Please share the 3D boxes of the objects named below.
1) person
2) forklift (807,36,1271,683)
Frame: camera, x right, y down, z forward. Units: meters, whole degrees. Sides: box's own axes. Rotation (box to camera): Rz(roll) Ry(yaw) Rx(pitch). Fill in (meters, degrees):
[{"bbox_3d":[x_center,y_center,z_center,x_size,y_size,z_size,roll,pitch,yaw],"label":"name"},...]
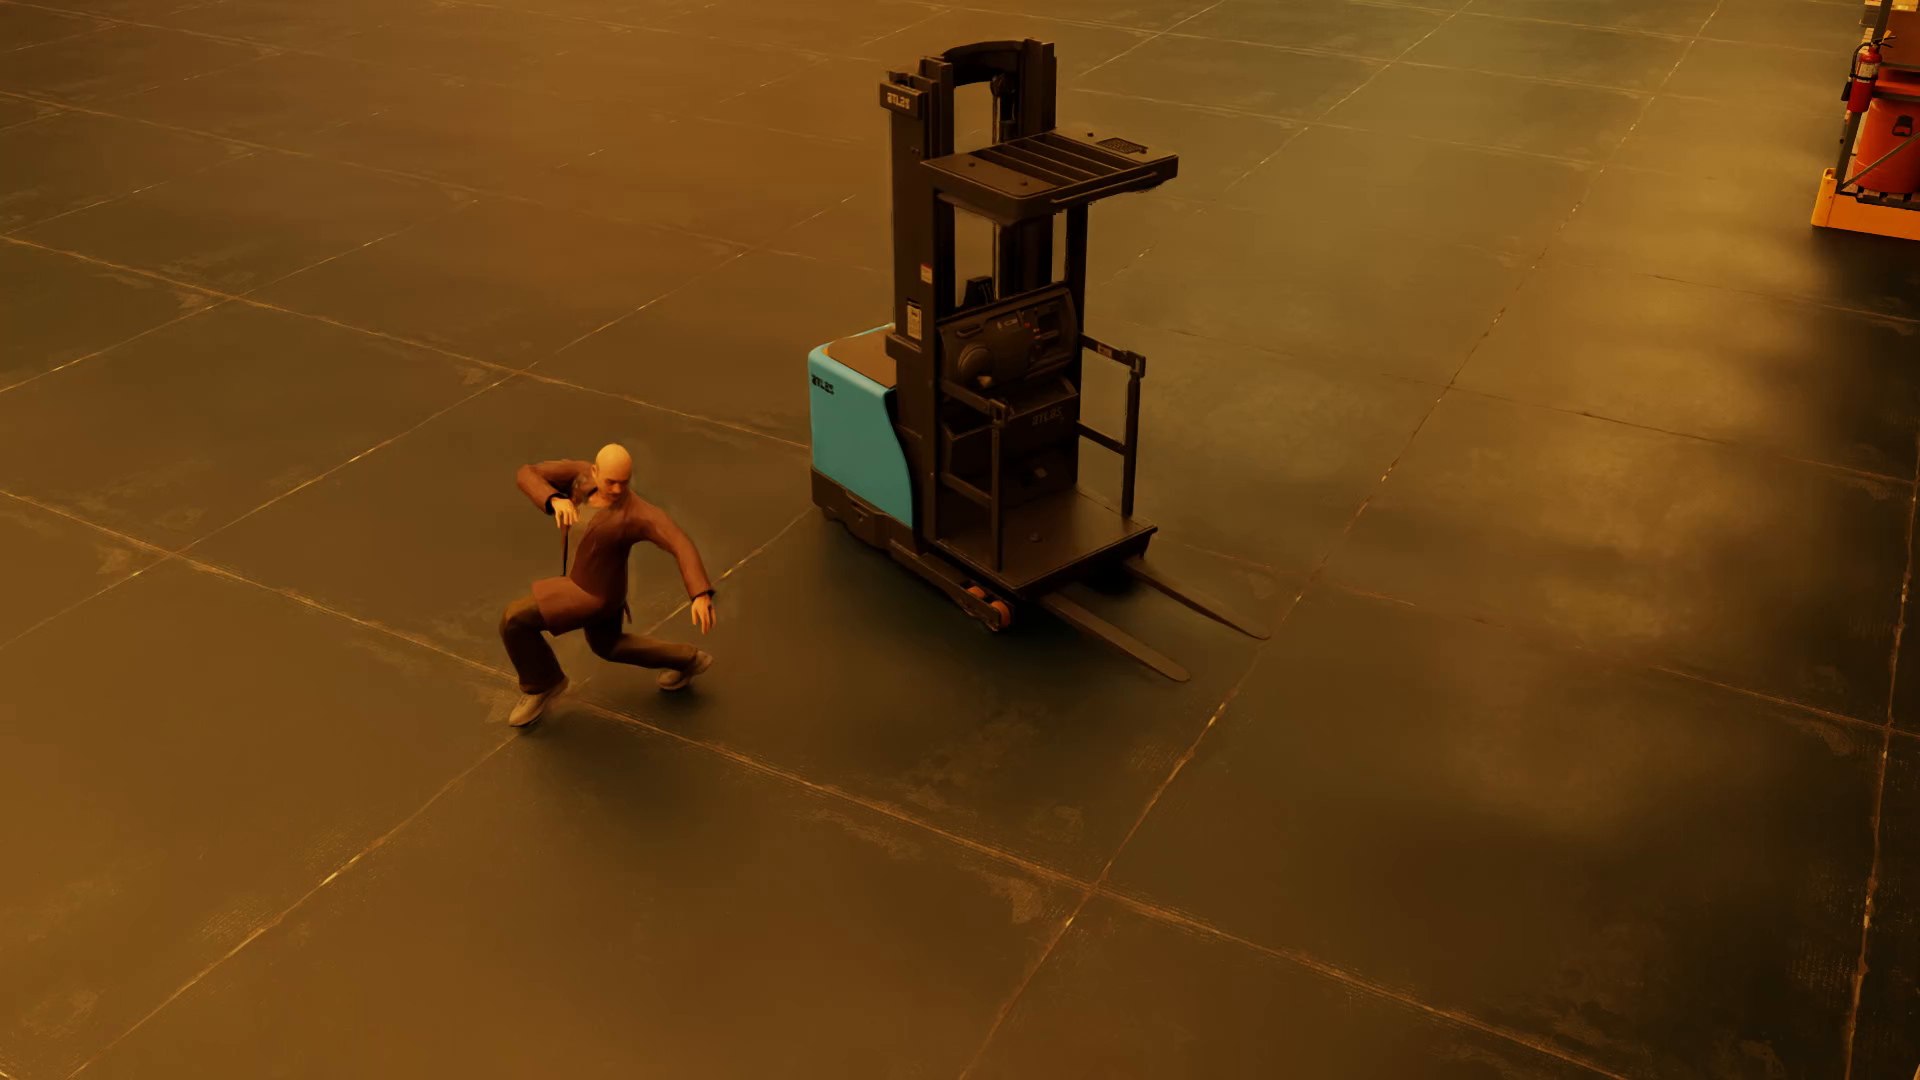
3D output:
[{"bbox_3d":[-1.720,0.281,8.053,1.046,1.473,0.963,-12,32,-20],"label":"person"},{"bbox_3d":[0.408,-1.053,8.895,1.130,2.935,3.031,-22,37,-34],"label":"forklift"}]
